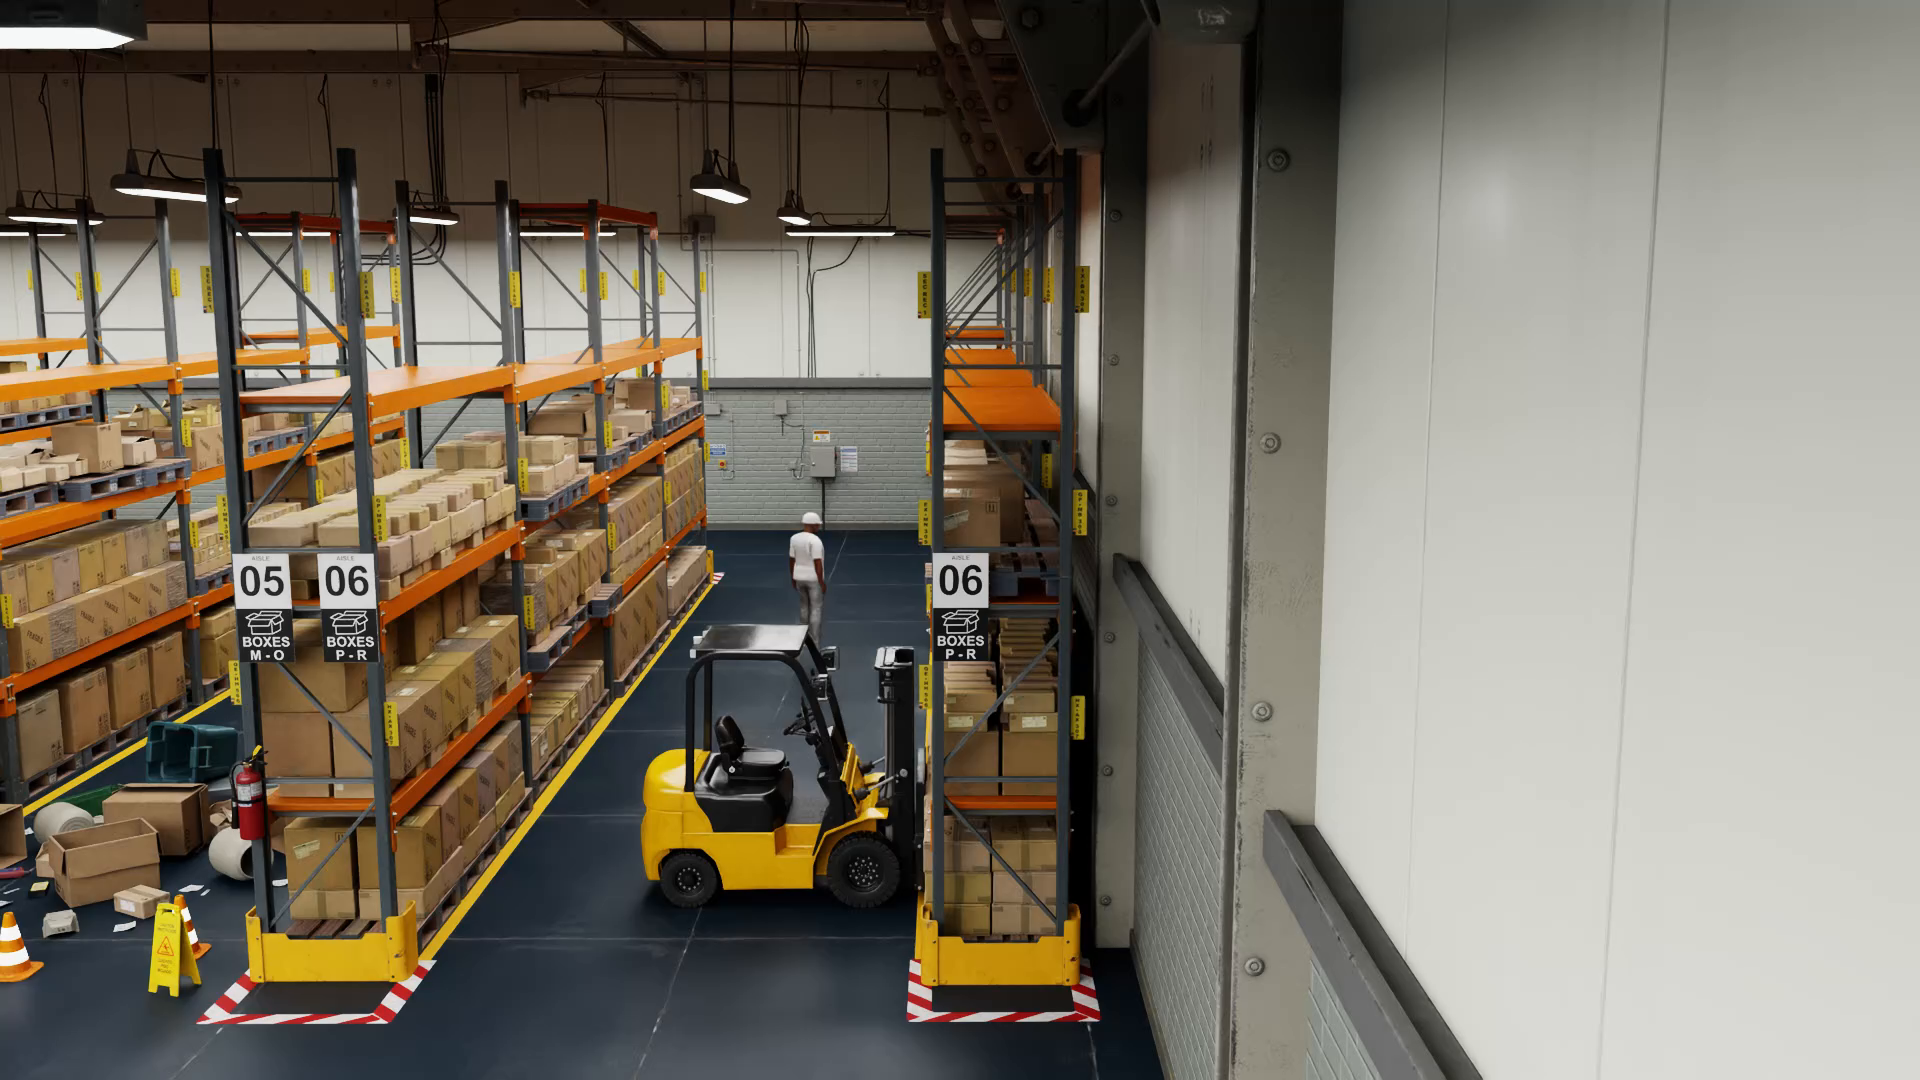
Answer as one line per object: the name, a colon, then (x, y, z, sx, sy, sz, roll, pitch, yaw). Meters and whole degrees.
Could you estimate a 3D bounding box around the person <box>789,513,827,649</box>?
person: (-1.999, 0.528, 21.937, 0.629, 1.760, 0.588, 4, 10, 23)
